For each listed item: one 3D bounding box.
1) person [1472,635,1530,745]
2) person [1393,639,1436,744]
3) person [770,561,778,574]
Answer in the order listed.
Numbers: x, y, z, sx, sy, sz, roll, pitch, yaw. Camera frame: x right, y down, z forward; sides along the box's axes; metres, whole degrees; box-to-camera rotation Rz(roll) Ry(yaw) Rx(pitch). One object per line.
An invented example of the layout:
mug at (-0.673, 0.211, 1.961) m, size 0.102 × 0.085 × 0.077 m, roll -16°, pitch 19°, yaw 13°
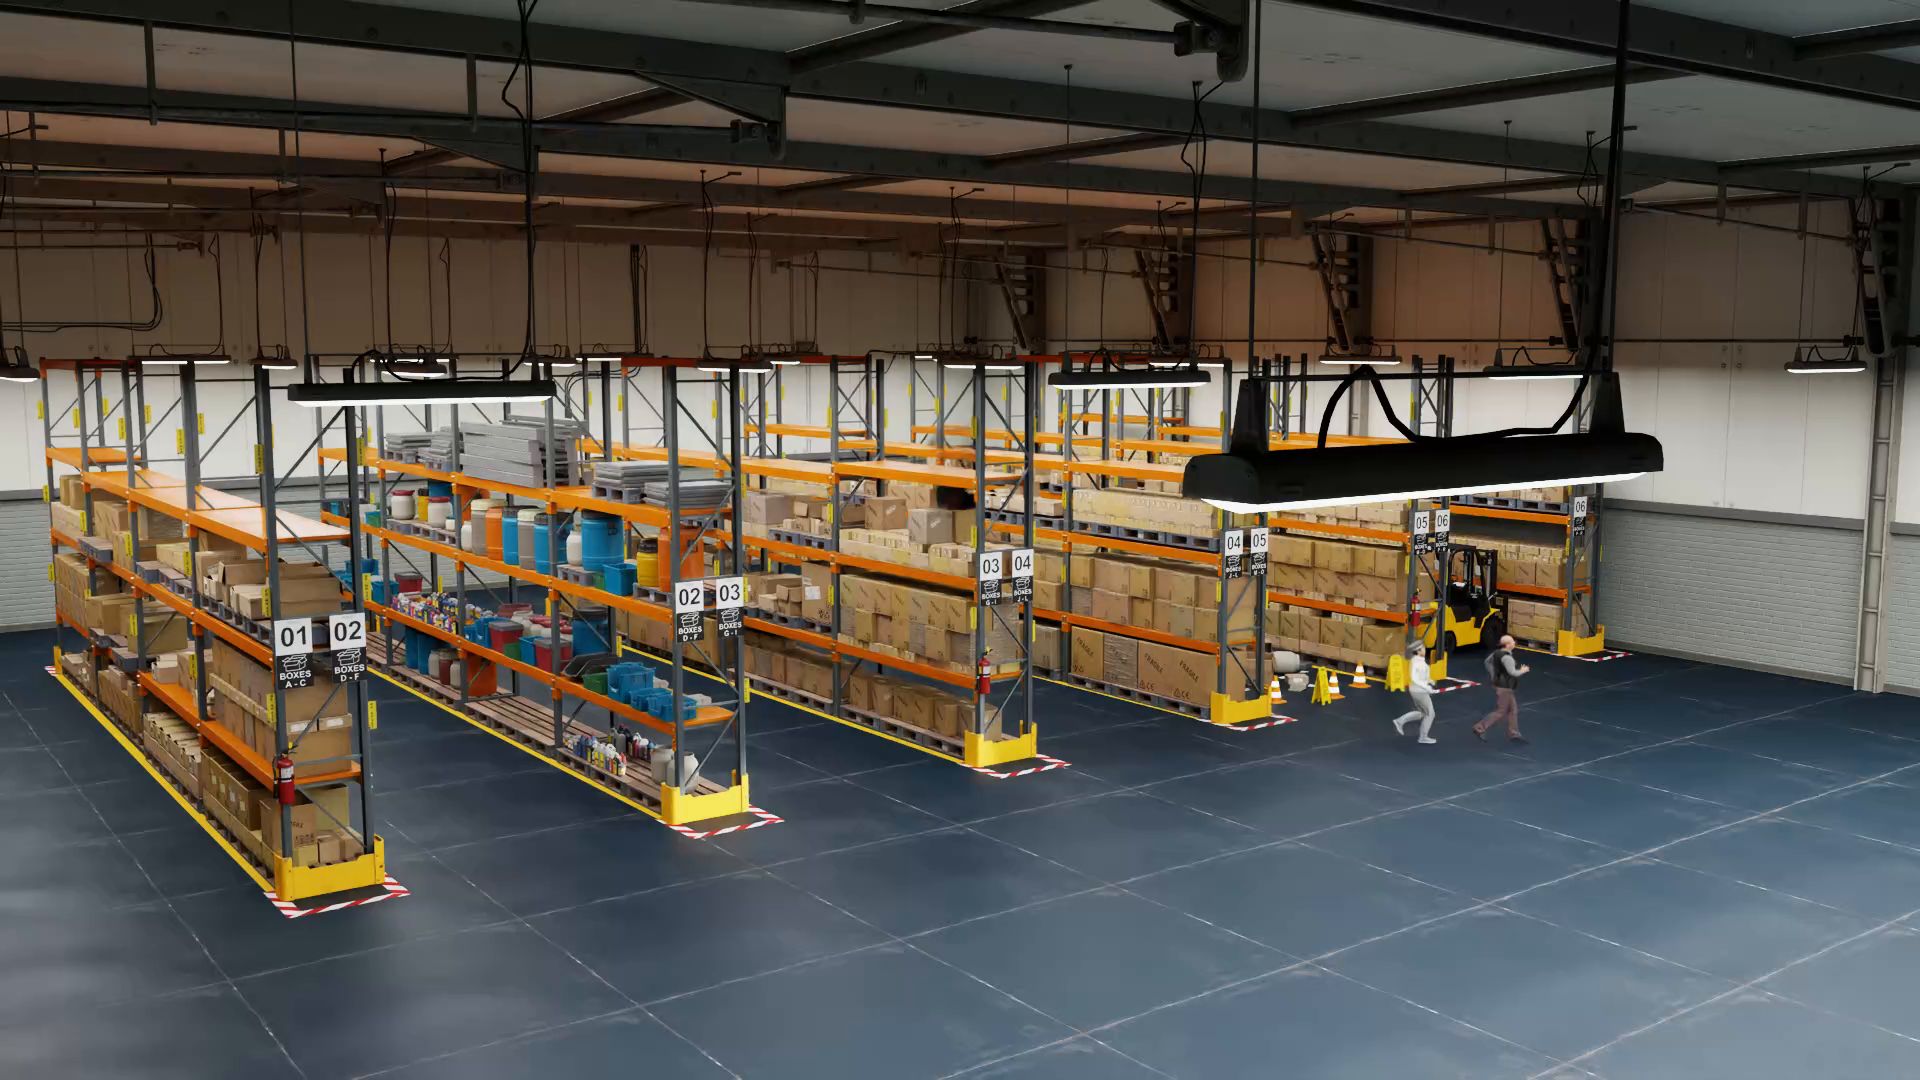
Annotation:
person at (8.472, 2.341, 25.950) m, size 0.925 × 1.729 × 0.667 m, roll 0°, pitch 7°, yaw 4°
person at (7.192, 2.378, 26.128) m, size 0.632 × 1.651 × 0.581 m, roll 1°, pitch 7°, yaw 8°
person at (-4.588, 0.477, 41.972) m, size 0.607 × 1.753 × 0.763 m, roll 2°, pitch 7°, yaw 14°
